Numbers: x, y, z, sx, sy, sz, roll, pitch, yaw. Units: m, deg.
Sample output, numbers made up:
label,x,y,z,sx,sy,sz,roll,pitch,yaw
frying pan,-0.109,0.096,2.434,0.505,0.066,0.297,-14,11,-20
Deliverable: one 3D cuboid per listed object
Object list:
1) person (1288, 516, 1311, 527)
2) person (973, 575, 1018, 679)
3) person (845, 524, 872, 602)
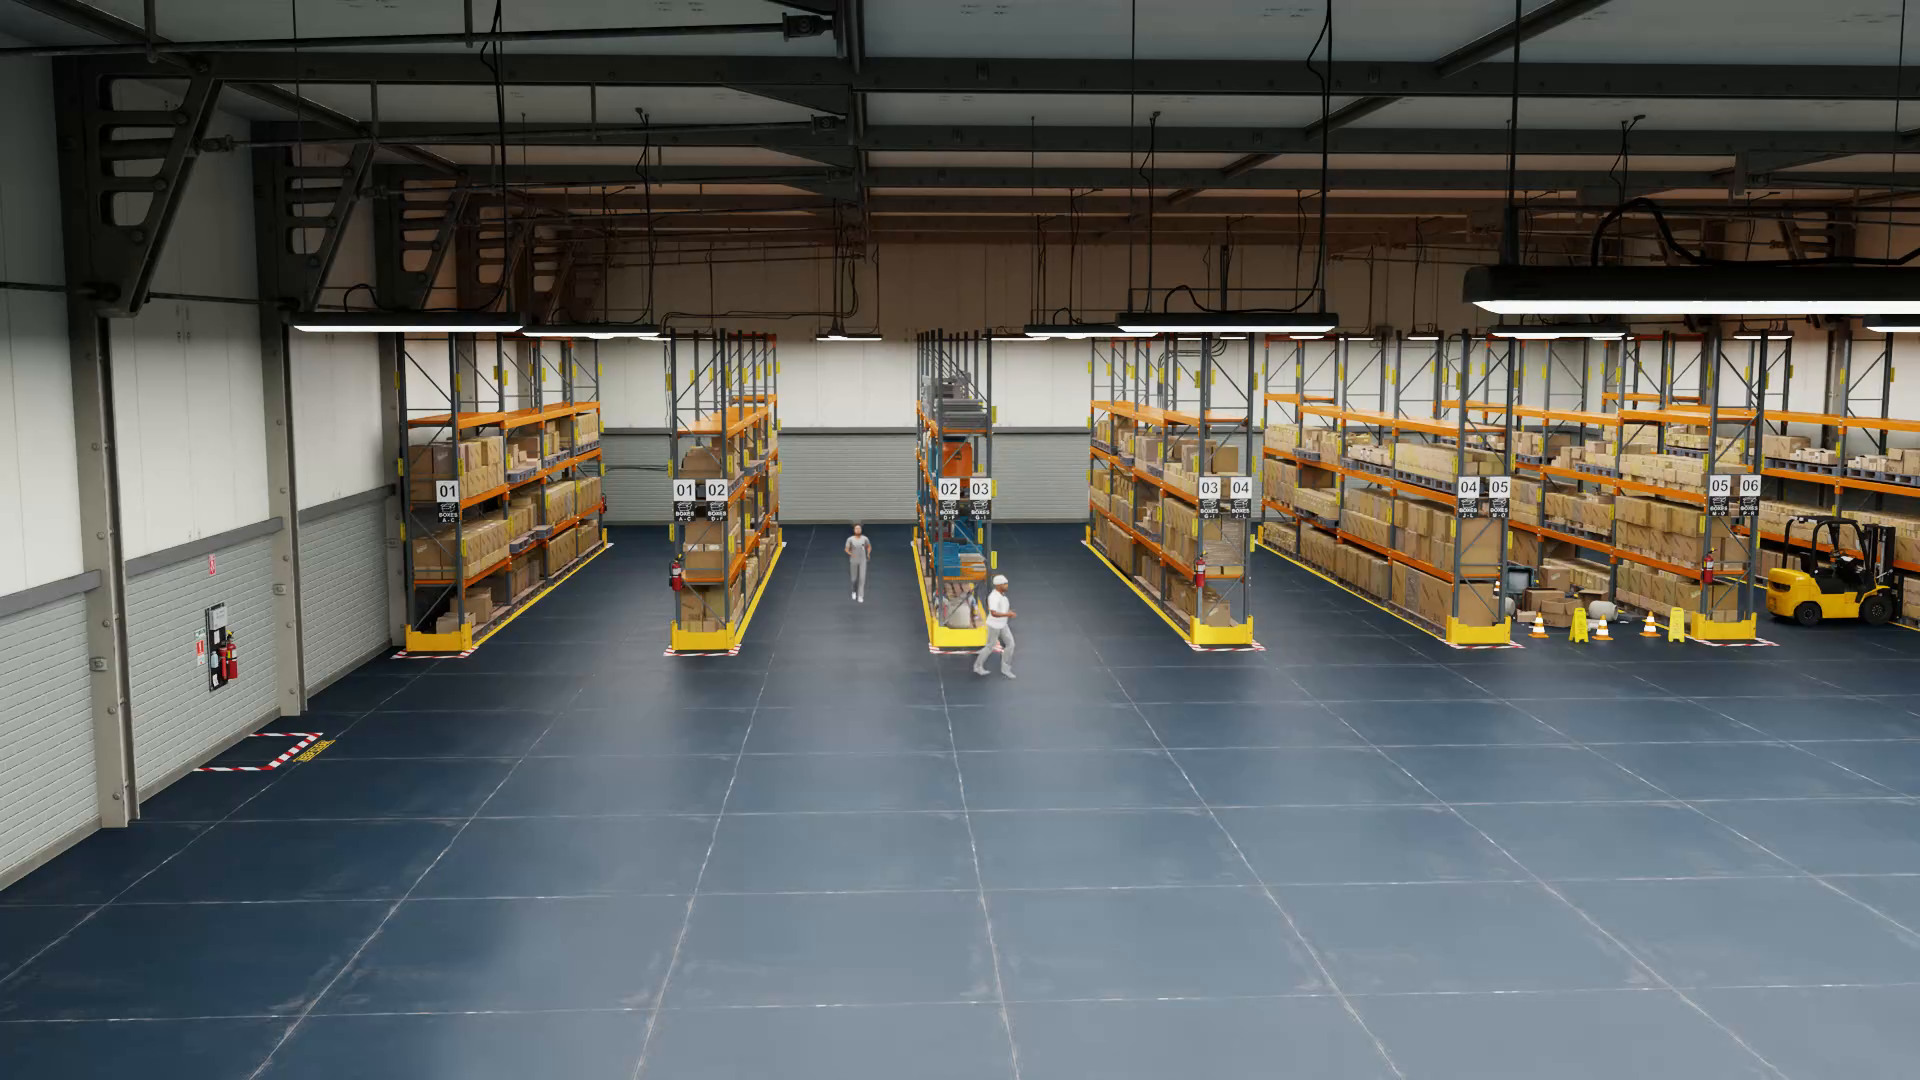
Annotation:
label,x,y,z,sx,sy,sz,roll,pitch,yaw
person,9.960,-0.888,48.795,0.822,1.775,0.721,4,8,32
person,0.629,1.502,28.481,0.826,1.812,0.628,3,7,24
person,-2.141,0.473,35.193,0.573,1.639,0.681,-1,7,-10
